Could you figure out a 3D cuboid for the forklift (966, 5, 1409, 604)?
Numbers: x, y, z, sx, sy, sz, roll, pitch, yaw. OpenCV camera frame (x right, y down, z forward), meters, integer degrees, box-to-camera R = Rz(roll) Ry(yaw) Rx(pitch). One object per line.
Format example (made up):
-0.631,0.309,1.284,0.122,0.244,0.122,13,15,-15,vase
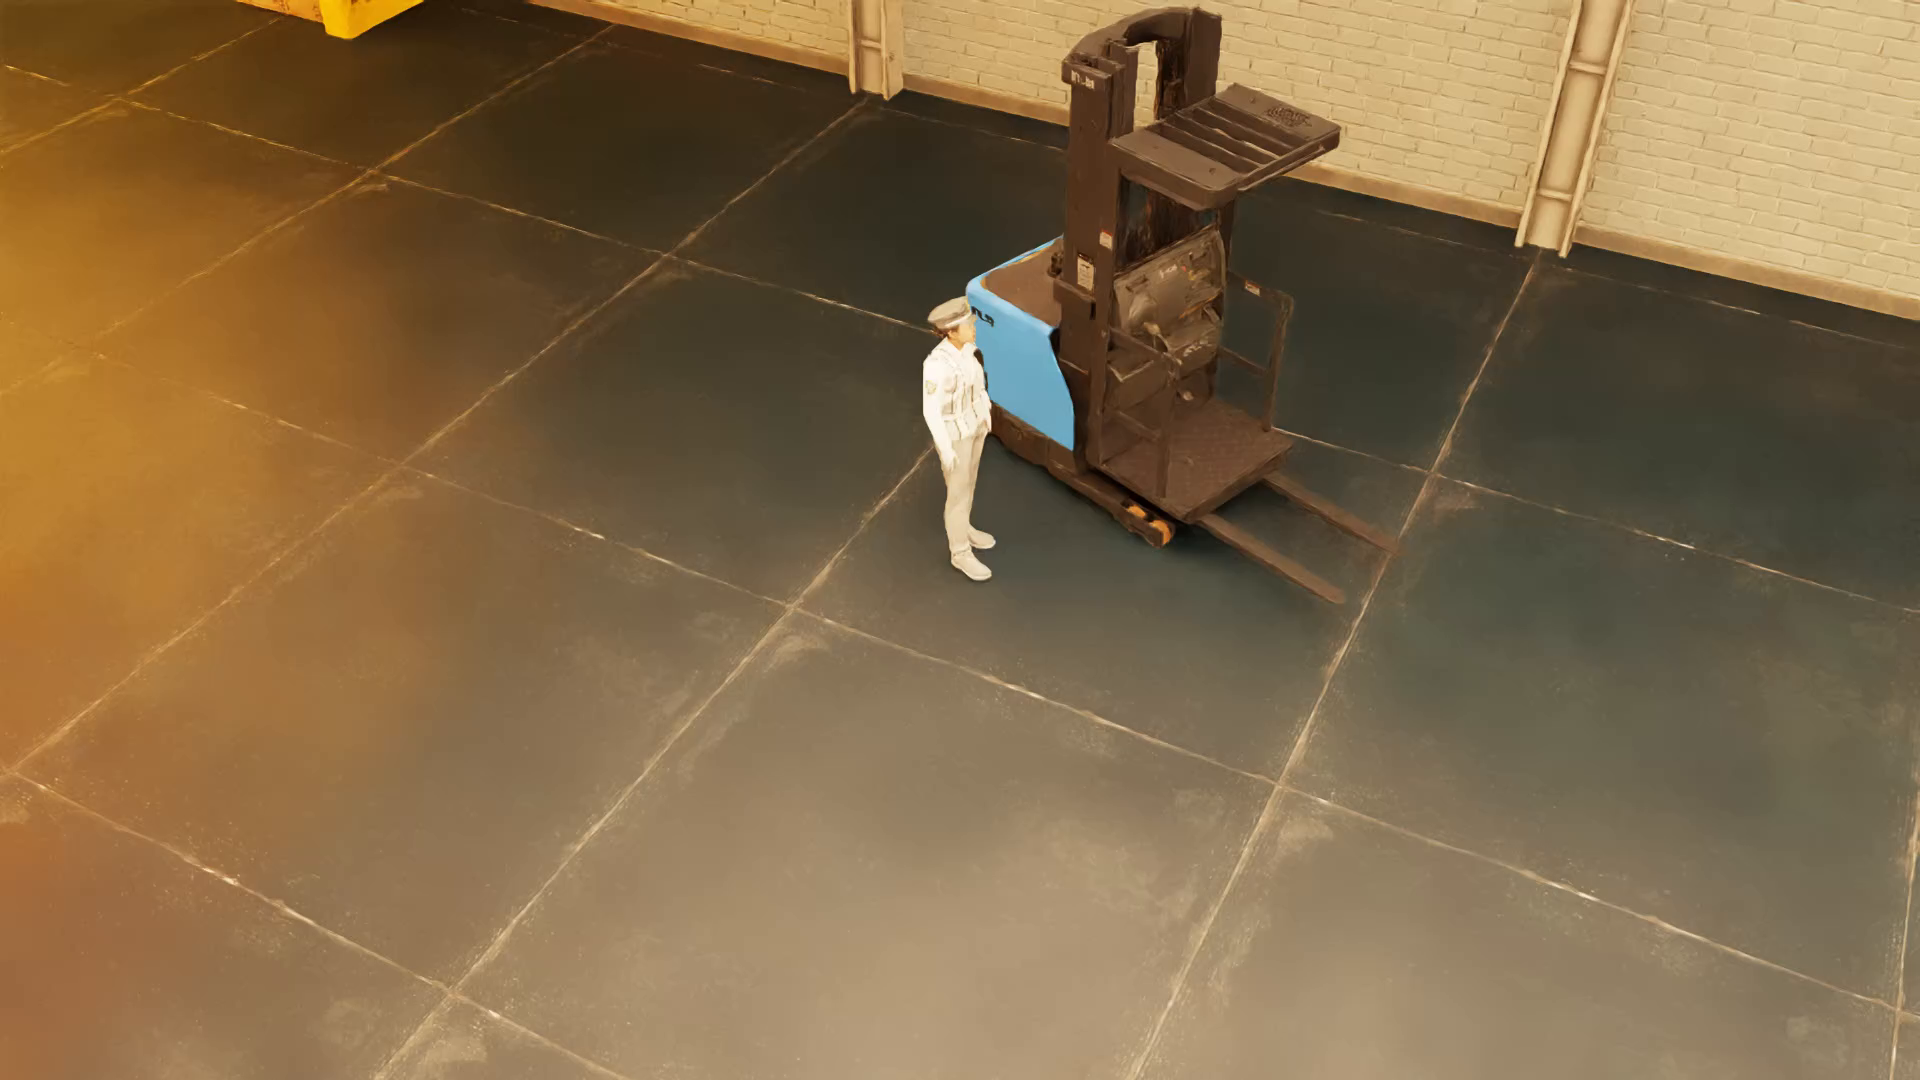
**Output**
1.389,-1.451,9.709,1.130,2.935,3.031,-31,49,-31,forklift

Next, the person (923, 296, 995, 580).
0.057,-0.630,9.682,0.532,1.695,0.586,18,43,21,person
